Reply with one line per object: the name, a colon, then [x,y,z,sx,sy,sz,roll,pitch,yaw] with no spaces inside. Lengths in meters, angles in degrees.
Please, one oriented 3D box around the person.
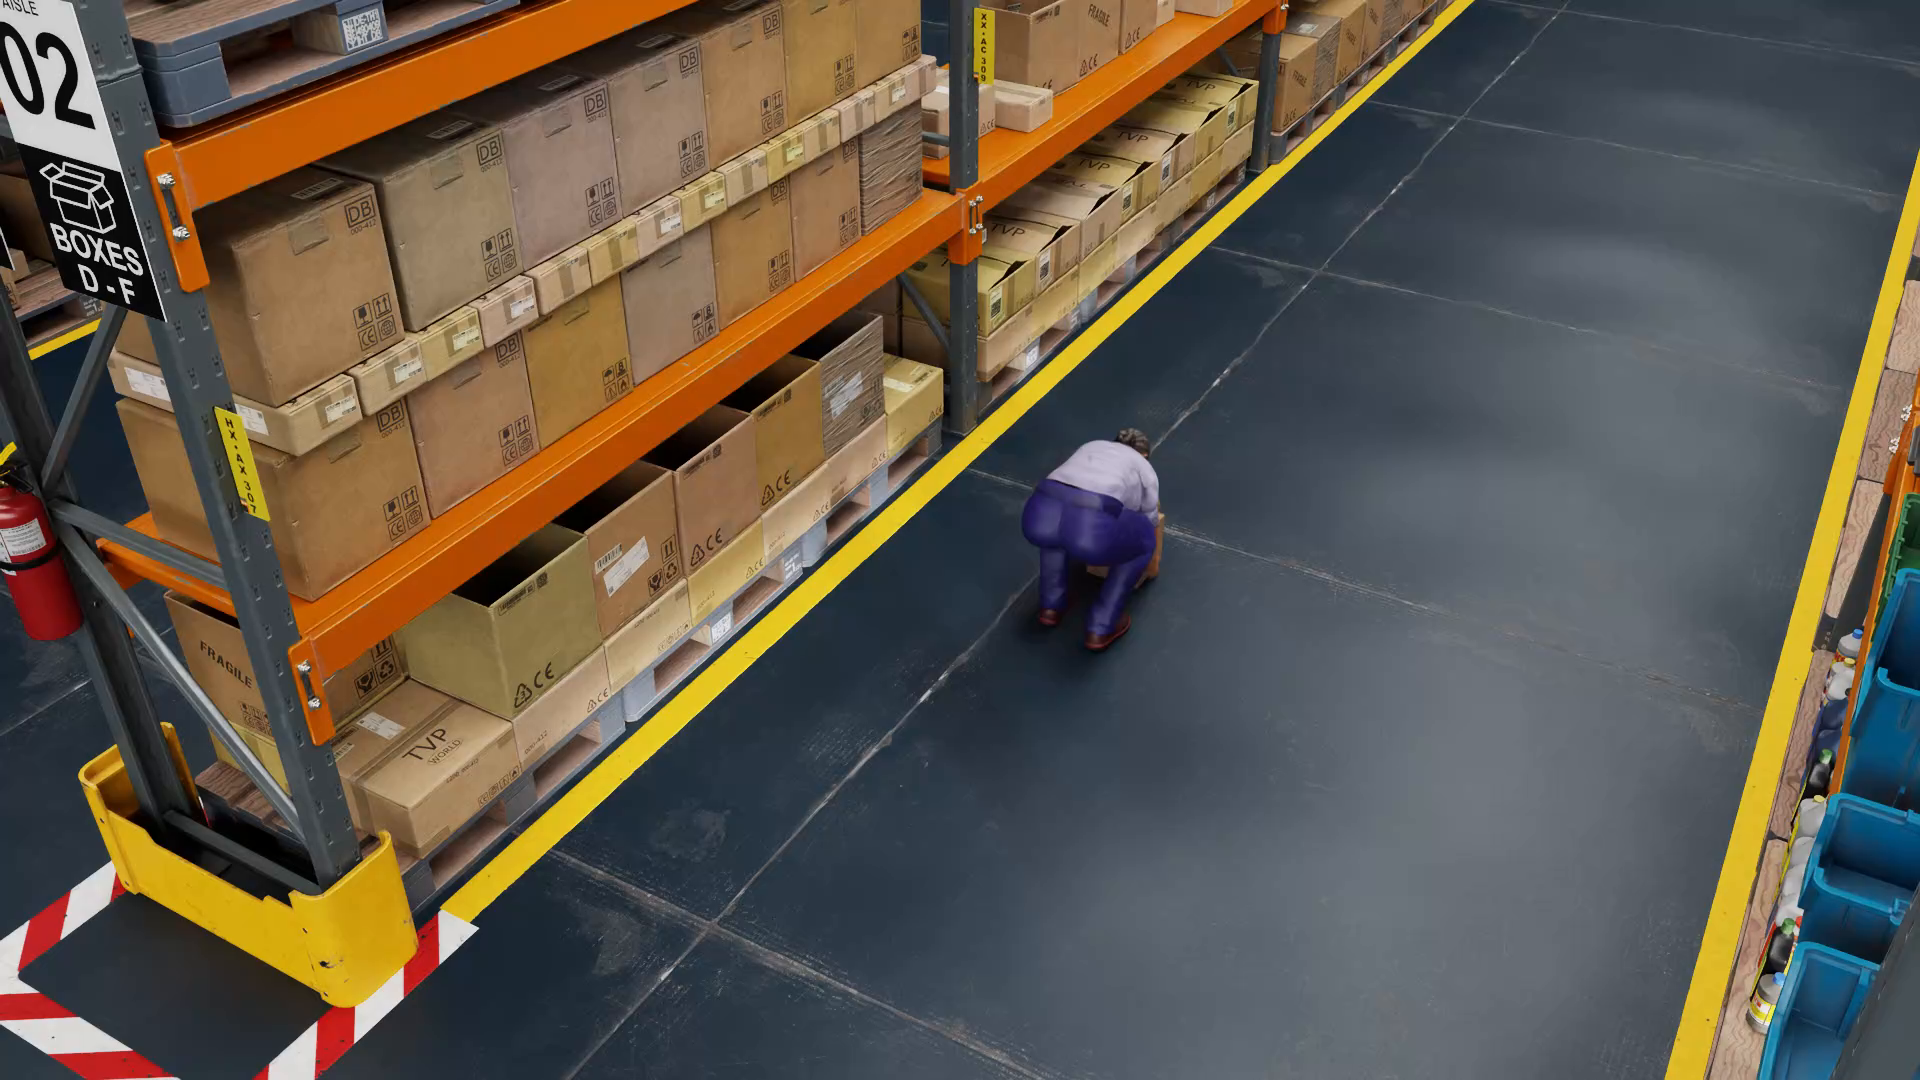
person: [0.498,-0.323,6.620,0.526,1.655,0.421,17,38,23]
